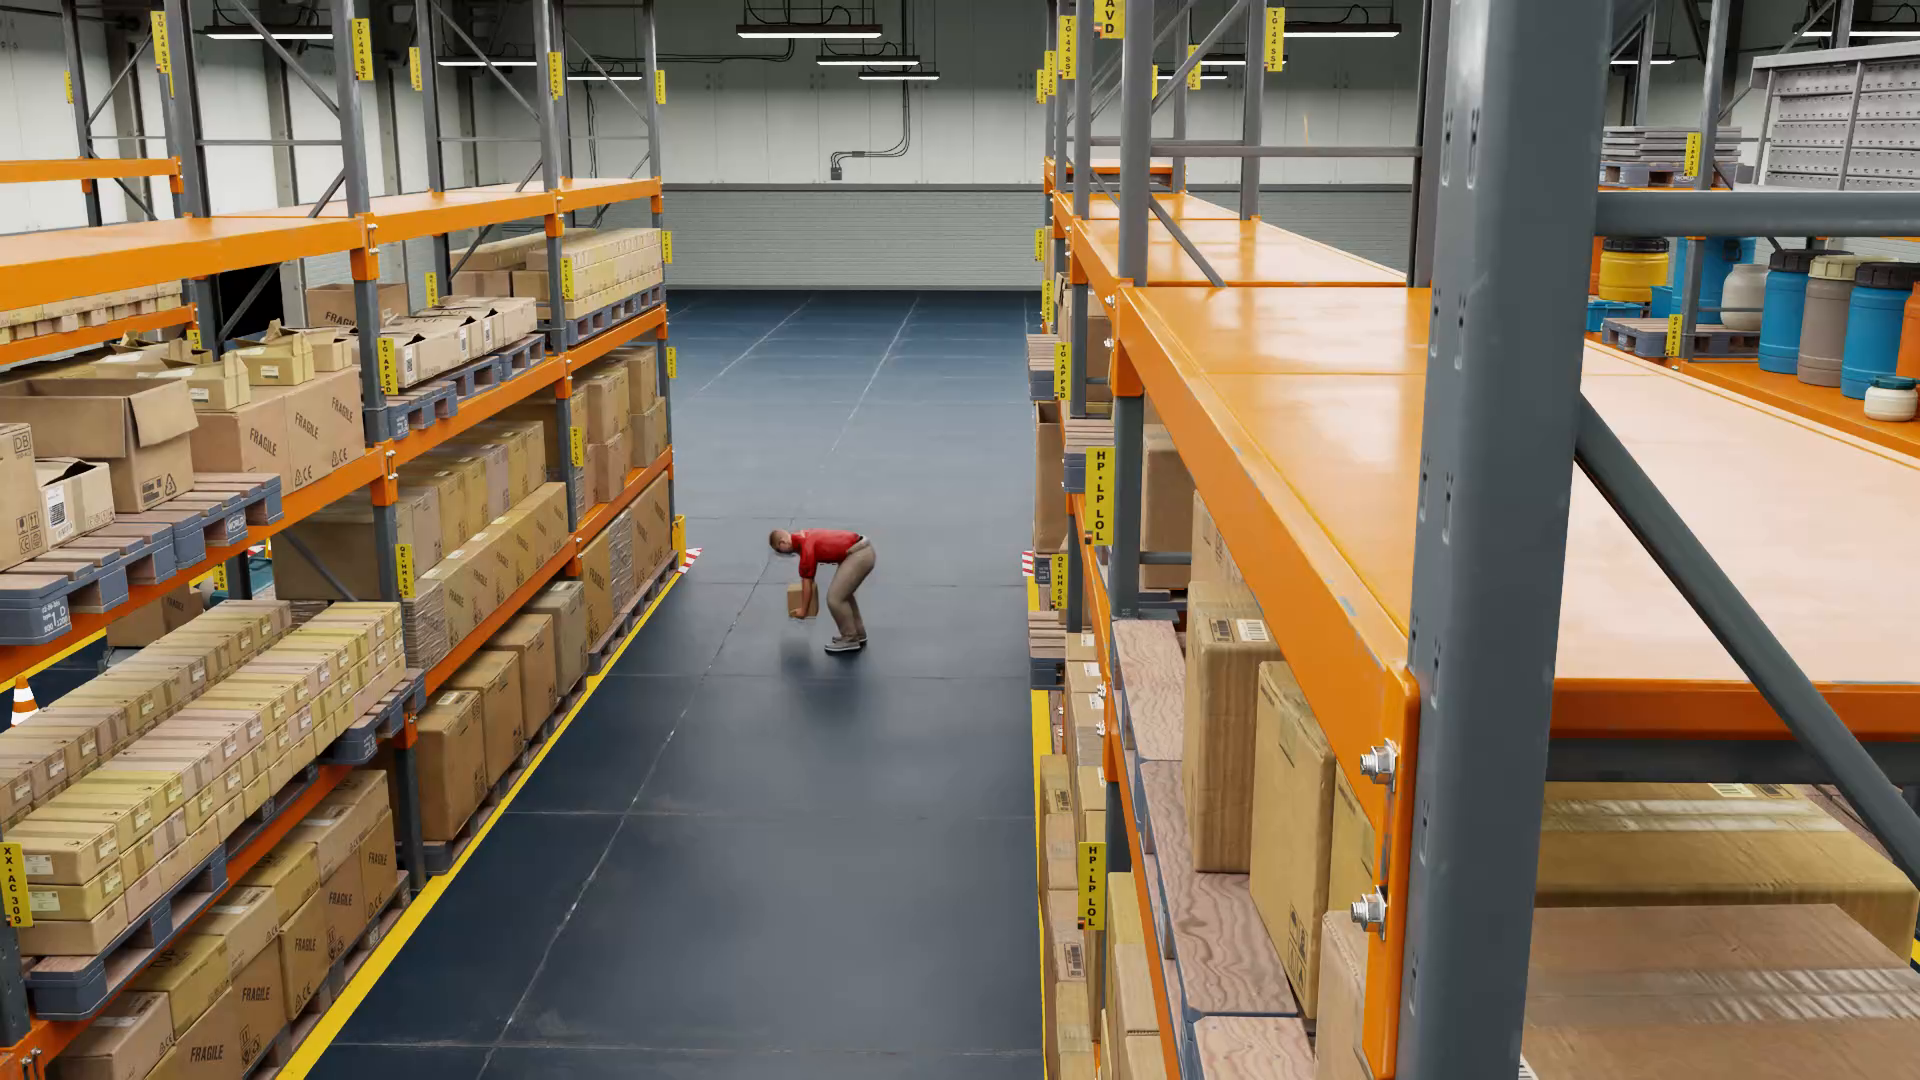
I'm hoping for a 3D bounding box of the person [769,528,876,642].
[{"bbox_3d":[-1.239,0.395,15.057,0.956,1.023,0.480,0,14,0],"label":"person"}]
